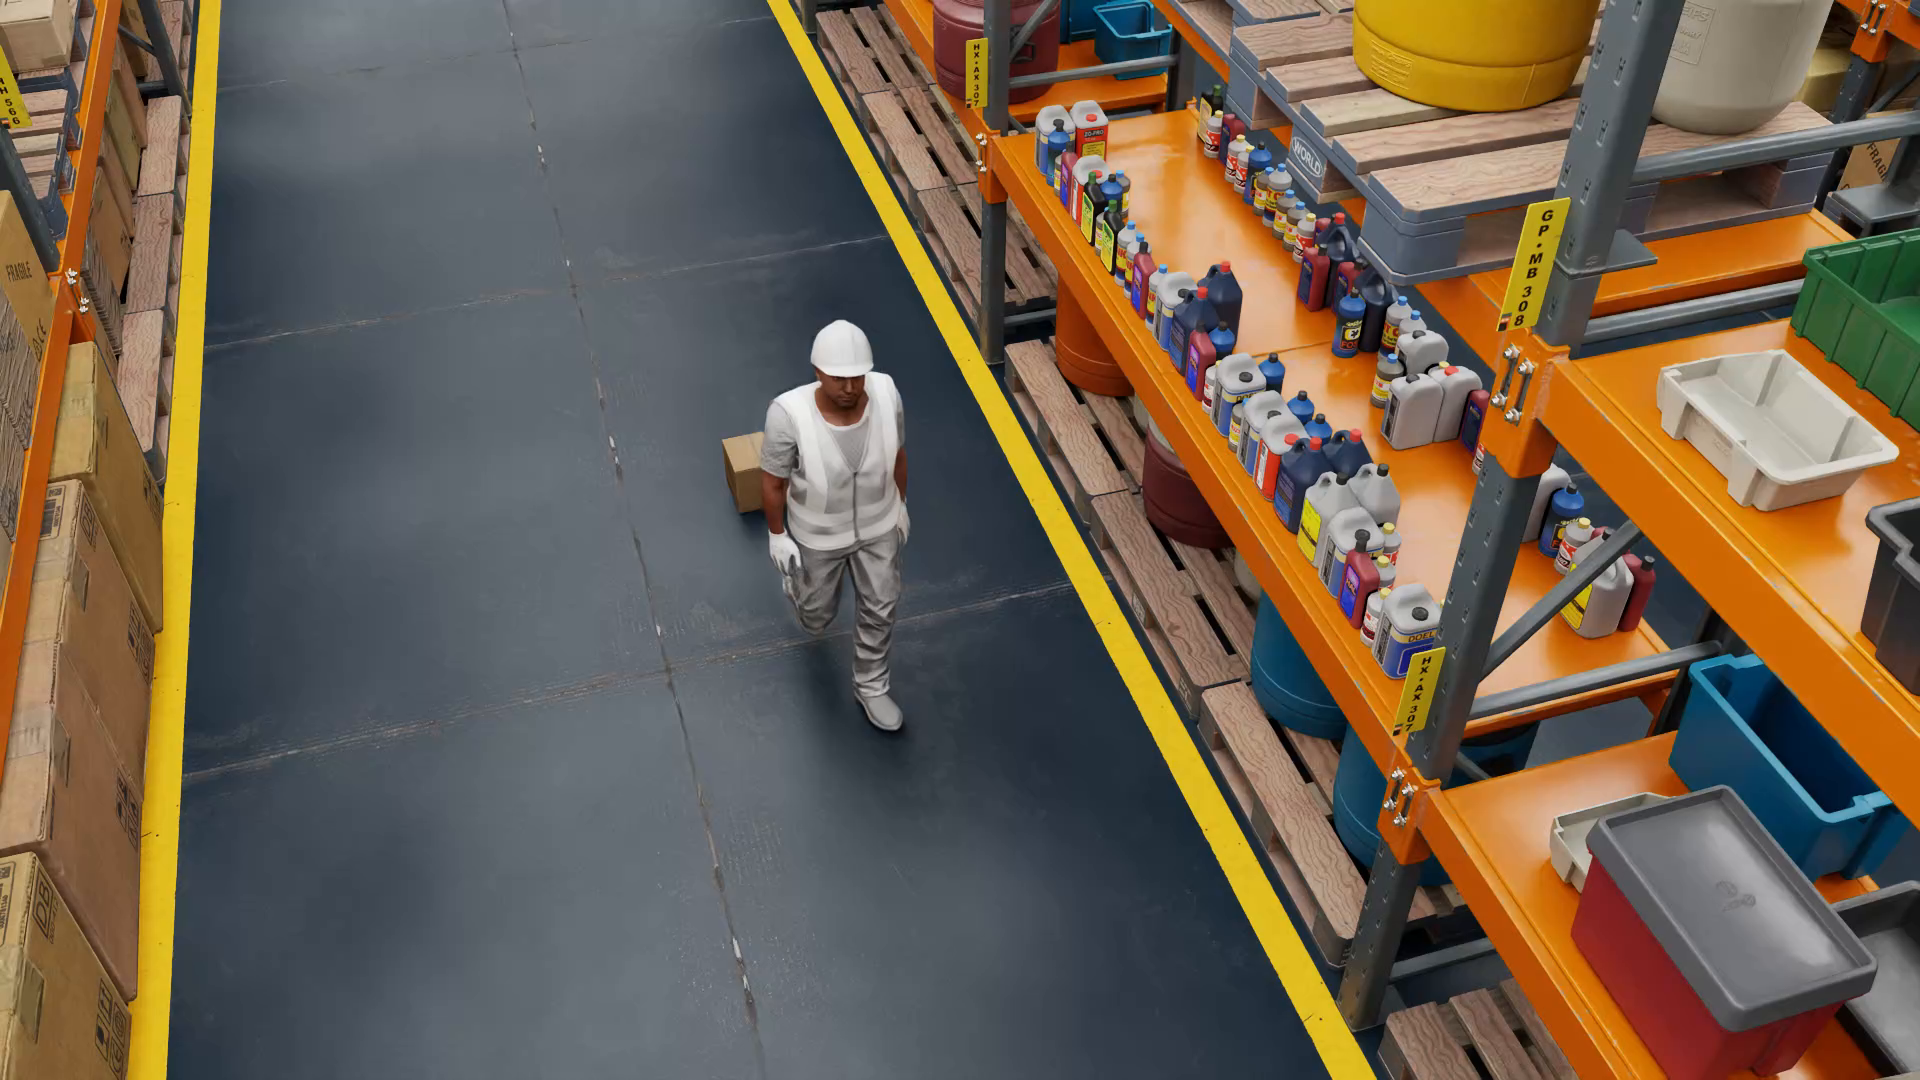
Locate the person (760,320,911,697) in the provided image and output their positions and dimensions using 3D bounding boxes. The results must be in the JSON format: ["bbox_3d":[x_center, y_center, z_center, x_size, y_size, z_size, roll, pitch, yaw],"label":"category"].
[{"bbox_3d":[-0.484,-0.149,6.249,0.561,1.712,0.607,-15,44,-16],"label":"person"}]
